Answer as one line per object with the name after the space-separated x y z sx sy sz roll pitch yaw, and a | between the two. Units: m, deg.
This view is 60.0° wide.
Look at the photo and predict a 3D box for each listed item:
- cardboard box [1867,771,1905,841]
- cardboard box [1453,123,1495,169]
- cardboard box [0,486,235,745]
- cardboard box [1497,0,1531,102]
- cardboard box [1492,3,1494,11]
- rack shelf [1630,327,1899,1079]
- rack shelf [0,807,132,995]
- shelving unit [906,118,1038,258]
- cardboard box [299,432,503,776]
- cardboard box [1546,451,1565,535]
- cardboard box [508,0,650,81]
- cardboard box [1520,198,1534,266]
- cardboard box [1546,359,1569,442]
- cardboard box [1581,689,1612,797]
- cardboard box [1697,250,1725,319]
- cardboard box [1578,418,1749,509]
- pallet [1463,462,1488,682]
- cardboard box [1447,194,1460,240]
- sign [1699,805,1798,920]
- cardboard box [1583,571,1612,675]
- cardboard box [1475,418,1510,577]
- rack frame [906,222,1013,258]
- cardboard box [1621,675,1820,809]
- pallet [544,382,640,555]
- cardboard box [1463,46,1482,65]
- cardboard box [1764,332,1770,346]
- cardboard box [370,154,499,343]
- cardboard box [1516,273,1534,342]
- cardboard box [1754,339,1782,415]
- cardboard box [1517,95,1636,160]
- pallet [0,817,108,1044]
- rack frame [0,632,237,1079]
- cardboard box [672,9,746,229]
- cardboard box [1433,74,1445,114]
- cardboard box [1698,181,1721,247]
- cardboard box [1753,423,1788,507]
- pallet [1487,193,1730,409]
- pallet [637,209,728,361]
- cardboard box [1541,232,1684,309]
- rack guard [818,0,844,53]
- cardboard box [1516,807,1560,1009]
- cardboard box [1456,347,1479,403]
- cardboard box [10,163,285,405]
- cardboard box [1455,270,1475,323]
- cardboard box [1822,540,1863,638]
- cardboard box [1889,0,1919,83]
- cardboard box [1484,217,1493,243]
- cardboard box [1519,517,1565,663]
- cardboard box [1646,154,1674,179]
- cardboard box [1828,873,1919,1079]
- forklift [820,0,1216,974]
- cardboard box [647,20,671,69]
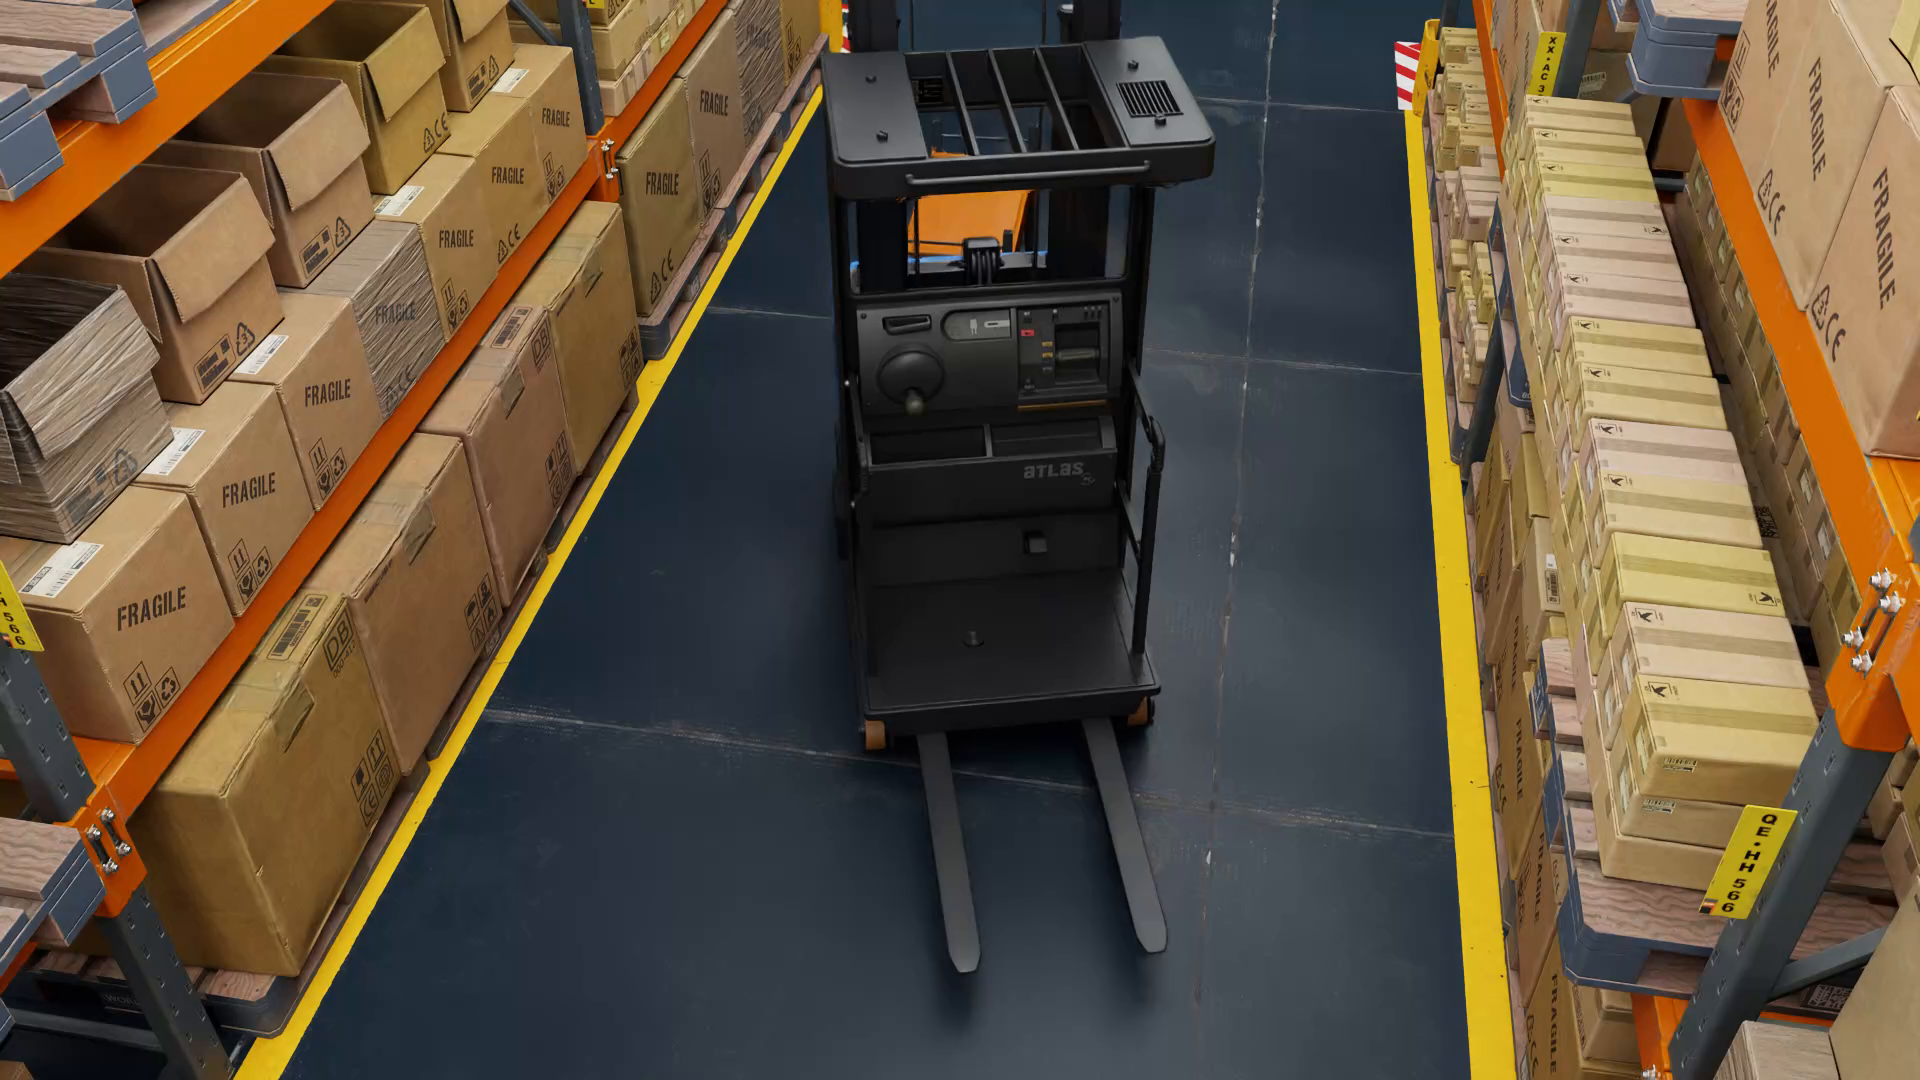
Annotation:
2.412 0.616 4.018 0.380 0.149 0.250 8 40 10 | cardboard box
2.840 -2.085 8.859 0.380 0.149 0.250 7 40 8 | cardboard box
-2.426 0.184 4.595 0.500 0.500 0.500 8 40 9 | cardboard box
2.678 -2.216 7.264 0.500 0.500 0.500 5 40 6 | cardboard box
2.875 -2.664 8.315 0.380 0.149 0.250 8 40 9 | cardboard box
2.435 0.130 5.303 1.077 0.370 4.000 6 40 8 | rack shelf
-3.124 2.030 3.005 1.077 0.370 4.000 6 40 8 | rack shelf
0.046 -1.224 7.848 0.538 1.125 1.048 5 40 6 | shelving unit
-2.477 0.166 6.034 1.225 0.875 0.875 7 40 8 | cardboard box
1.949 -0.121 4.910 0.380 0.149 0.250 8 40 9 | cardboard box
-1.747 -2.335 7.605 0.500 0.250 0.500 6 40 7 | cardboard box
2.173 -1.060 5.813 0.380 0.149 0.250 7 40 9 | cardboard box
1.992 -0.404 5.018 0.380 0.149 0.250 6 40 7 | cardboard box
1.767 0.527 4.126 0.380 0.149 0.250 6 40 8 | cardboard box
2.818 -0.877 5.824 0.380 0.149 0.250 6 40 8 | cardboard box
1.904 -0.185 4.520 0.380 0.149 0.250 6 40 8 | cardboard box
2.648 0.161 6.889 1.003 0.211 1.213 6 40 8 | pallet
2.813 -1.710 8.872 0.380 0.149 0.250 6 40 8 | cardboard box
1.553 0.639 3.277 0.100 0.325 0.005 6 40 8 | sign
1.814 0.235 4.246 0.380 0.149 0.250 7 40 9 | cardboard box
2.392 -0.166 6.729 0.500 0.500 0.500 8 40 9 | cardboard box
-0.024 -0.903 7.460 0.500 1.125 0.032 5 40 6 | rack frame
1.723 0.456 3.745 0.380 0.149 0.250 5 40 6 | cardboard box
-2.145 -0.445 7.623 1.003 0.211 1.213 6 40 8 | pallet
3.119 -2.727 9.635 0.380 0.149 0.250 7 40 8 | cardboard box
2.678 -0.605 5.029 0.380 0.149 0.250 5 40 6 | cardboard box
-2.074 -1.089 6.135 0.500 0.500 0.500 6 40 7 | cardboard box
2.126 -0.782 5.710 0.380 0.149 0.250 7 40 8 | cardboard box
2.683 -0.483 5.114 0.380 0.149 0.250 7 40 8 | cardboard box
2.260 -1.500 6.111 0.380 0.149 0.250 8 40 10 | cardboard box
-2.797 1.031 3.800 1.213 0.211 1.003 6 40 8 | pallet
-2.778 0.498 4.294 1.000 3.000 0.127 6 40 8 | rack frame
-1.737 -2.326 9.047 0.875 0.875 0.875 6 40 8 | cardboard box
3.068 -2.682 10.048 0.380 0.149 0.250 7 40 9 | cardboard box
2.863 -1.145 5.915 0.380 0.149 0.250 7 40 8 | cardboard box
2.639 -0.211 5.019 0.380 0.149 0.250 5 40 6 | cardboard box
2.506 -0.865 6.092 1.003 0.211 1.213 6 40 8 | pallet
-1.878 -1.406 8.785 1.003 0.211 1.213 6 40 8 | pallet
2.082 -0.847 5.321 0.380 0.149 0.250 6 40 7 | cardboard box
-1.390 -3.575 11.181 1.175 0.500 0.348 6 40 8 | rack guard
2.039 1.142 5.146 0.500 0.500 0.500 8 40 9 | cardboard box
2.514 -0.749 7.710 0.380 0.149 0.250 7 40 8 | cardboard box
-2.520 -0.793 4.989 0.797 0.503 0.637 7 40 9 | cardboard box
2.587 -1.154 7.966 0.380 0.149 0.250 5 40 6 | cardboard box
2.502 0.151 4.348 0.380 0.149 0.250 7 40 8 | cardboard box
1.977 -0.987 3.057 0.396 0.266 0.258 6 40 8 | cardboard box
2.750 -1.423 8.057 0.380 0.149 0.250 8 40 9 | cardboard box
2.211 0.199 5.699 0.500 0.250 0.500 8 40 9 | cardboard box
3.124 -1.617 7.049 0.380 0.149 0.250 7 40 9 | cardboard box
2.002 0.965 2.866 0.700 0.500 0.500 6 40 7 | cardboard box
0.137 -0.575 5.645 1.130 2.935 3.031 -5 40 -6 | forklift
-1.617 -2.395 7.990 0.380 0.149 0.250 8 40 9 | cardboard box
